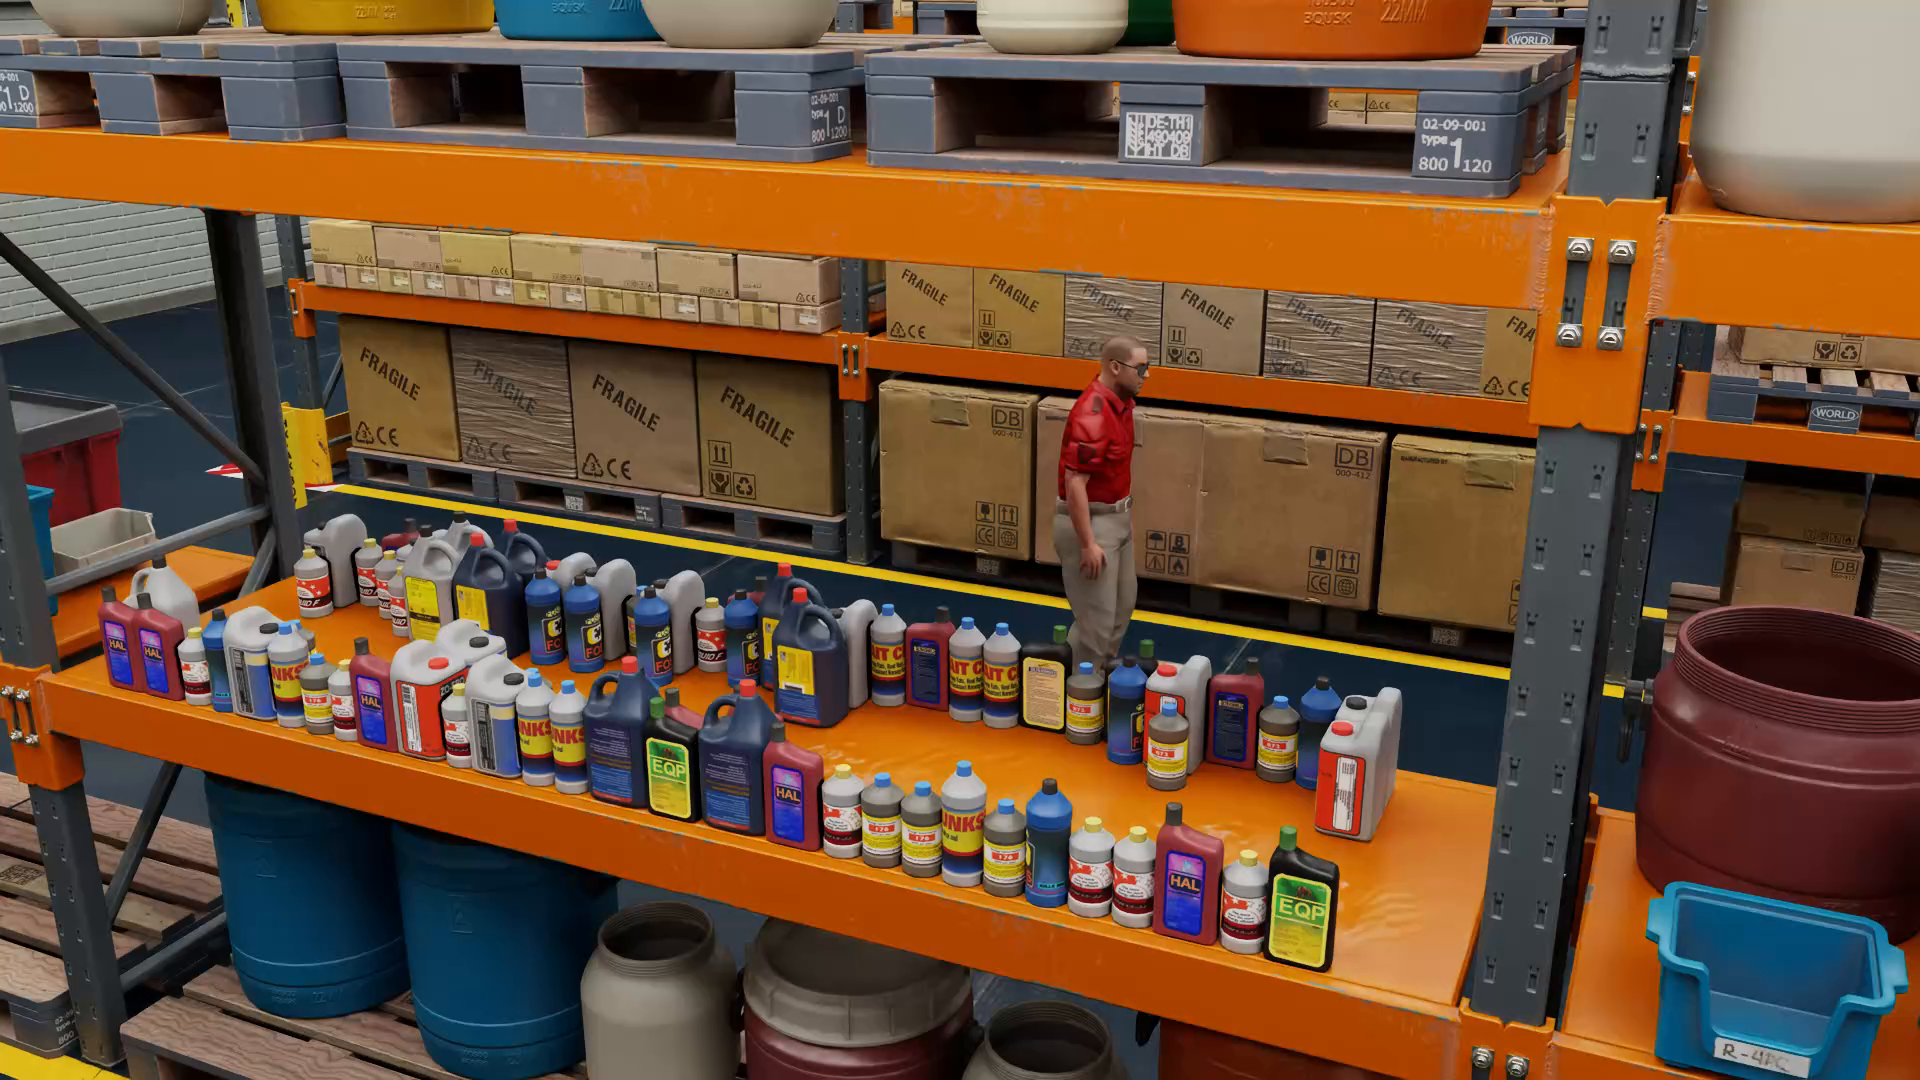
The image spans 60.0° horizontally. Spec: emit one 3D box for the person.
[{"bbox_3d":[0.617,-0.038,7.198,0.392,1.725,0.587,7,20,21],"label":"person"}]
